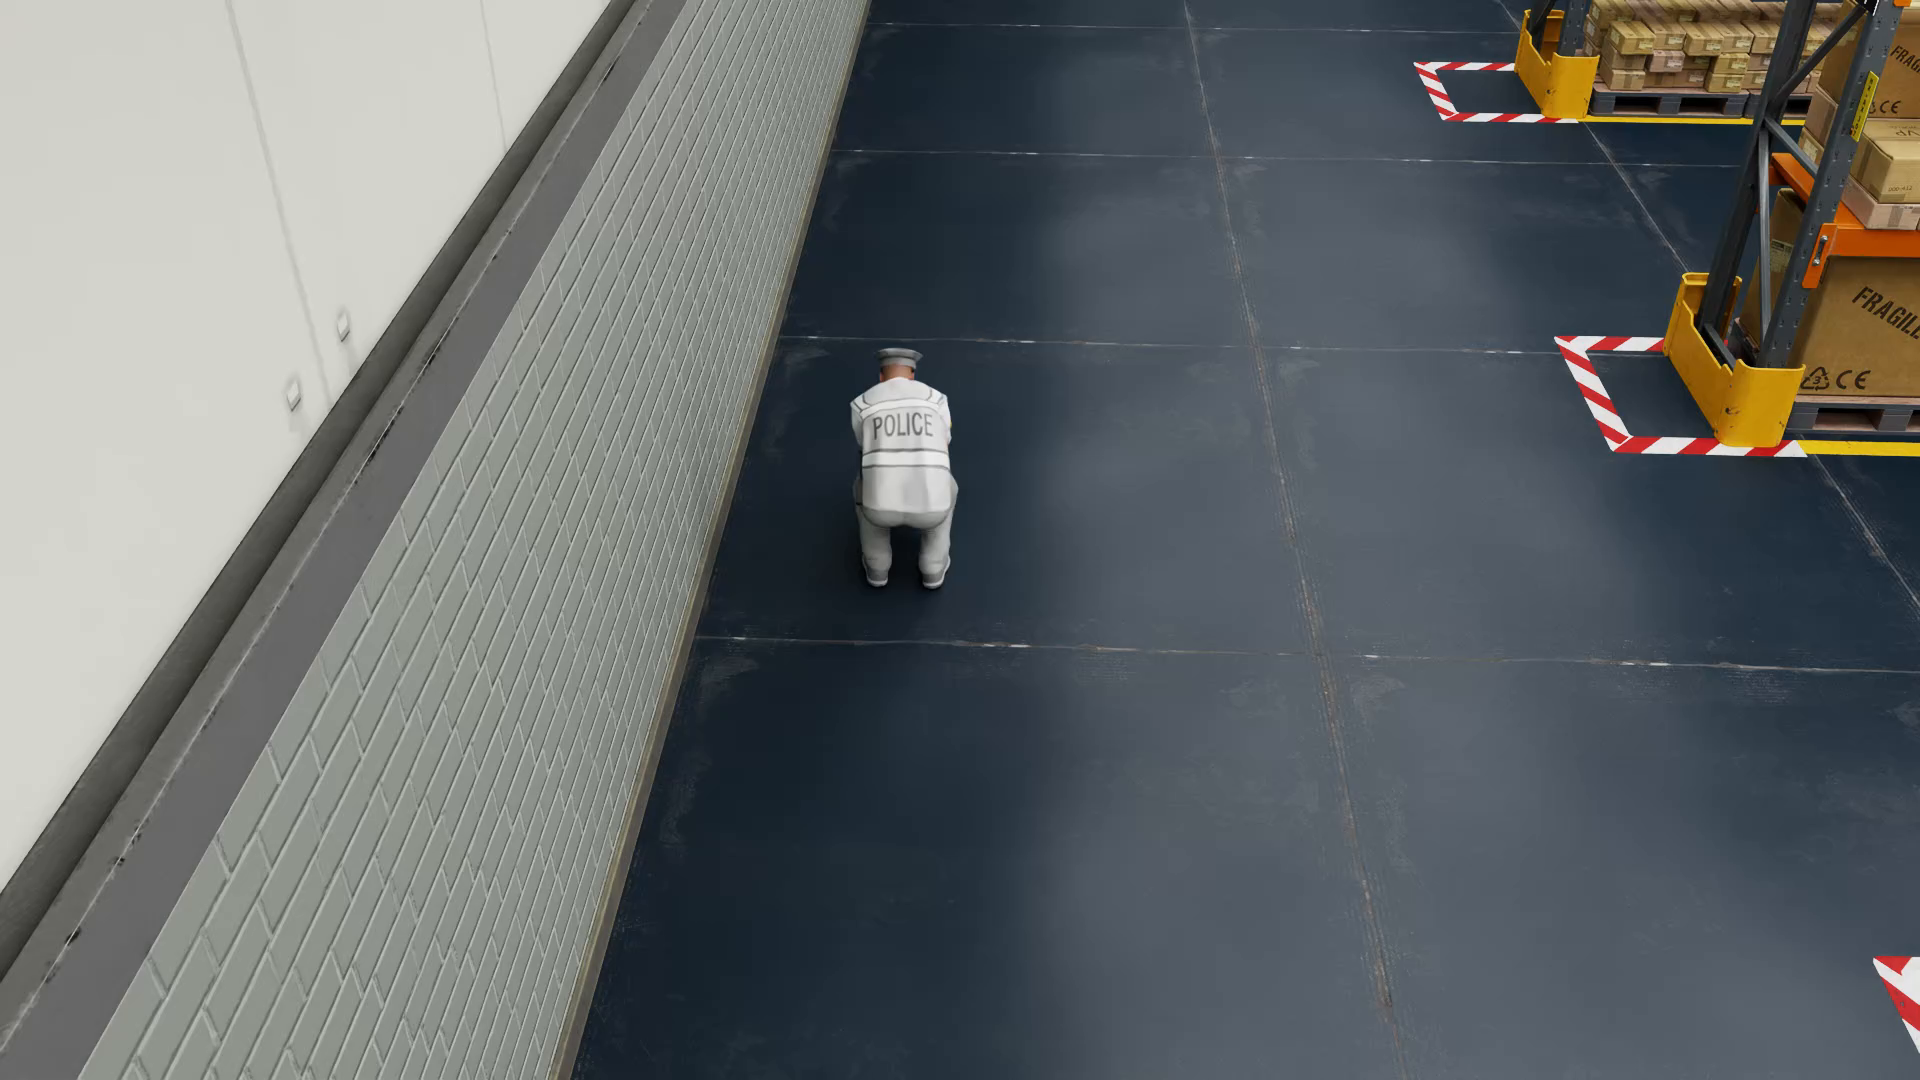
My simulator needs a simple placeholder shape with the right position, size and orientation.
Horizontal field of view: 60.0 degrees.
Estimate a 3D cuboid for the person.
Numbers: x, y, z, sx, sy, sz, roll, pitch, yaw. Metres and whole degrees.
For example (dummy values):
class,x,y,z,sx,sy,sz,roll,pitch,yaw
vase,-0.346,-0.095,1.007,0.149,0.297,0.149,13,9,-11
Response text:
class,x,y,z,sx,sy,sz,roll,pitch,yaw
person,-0.274,-0.344,8.231,0.532,1.024,0.970,0,35,1
